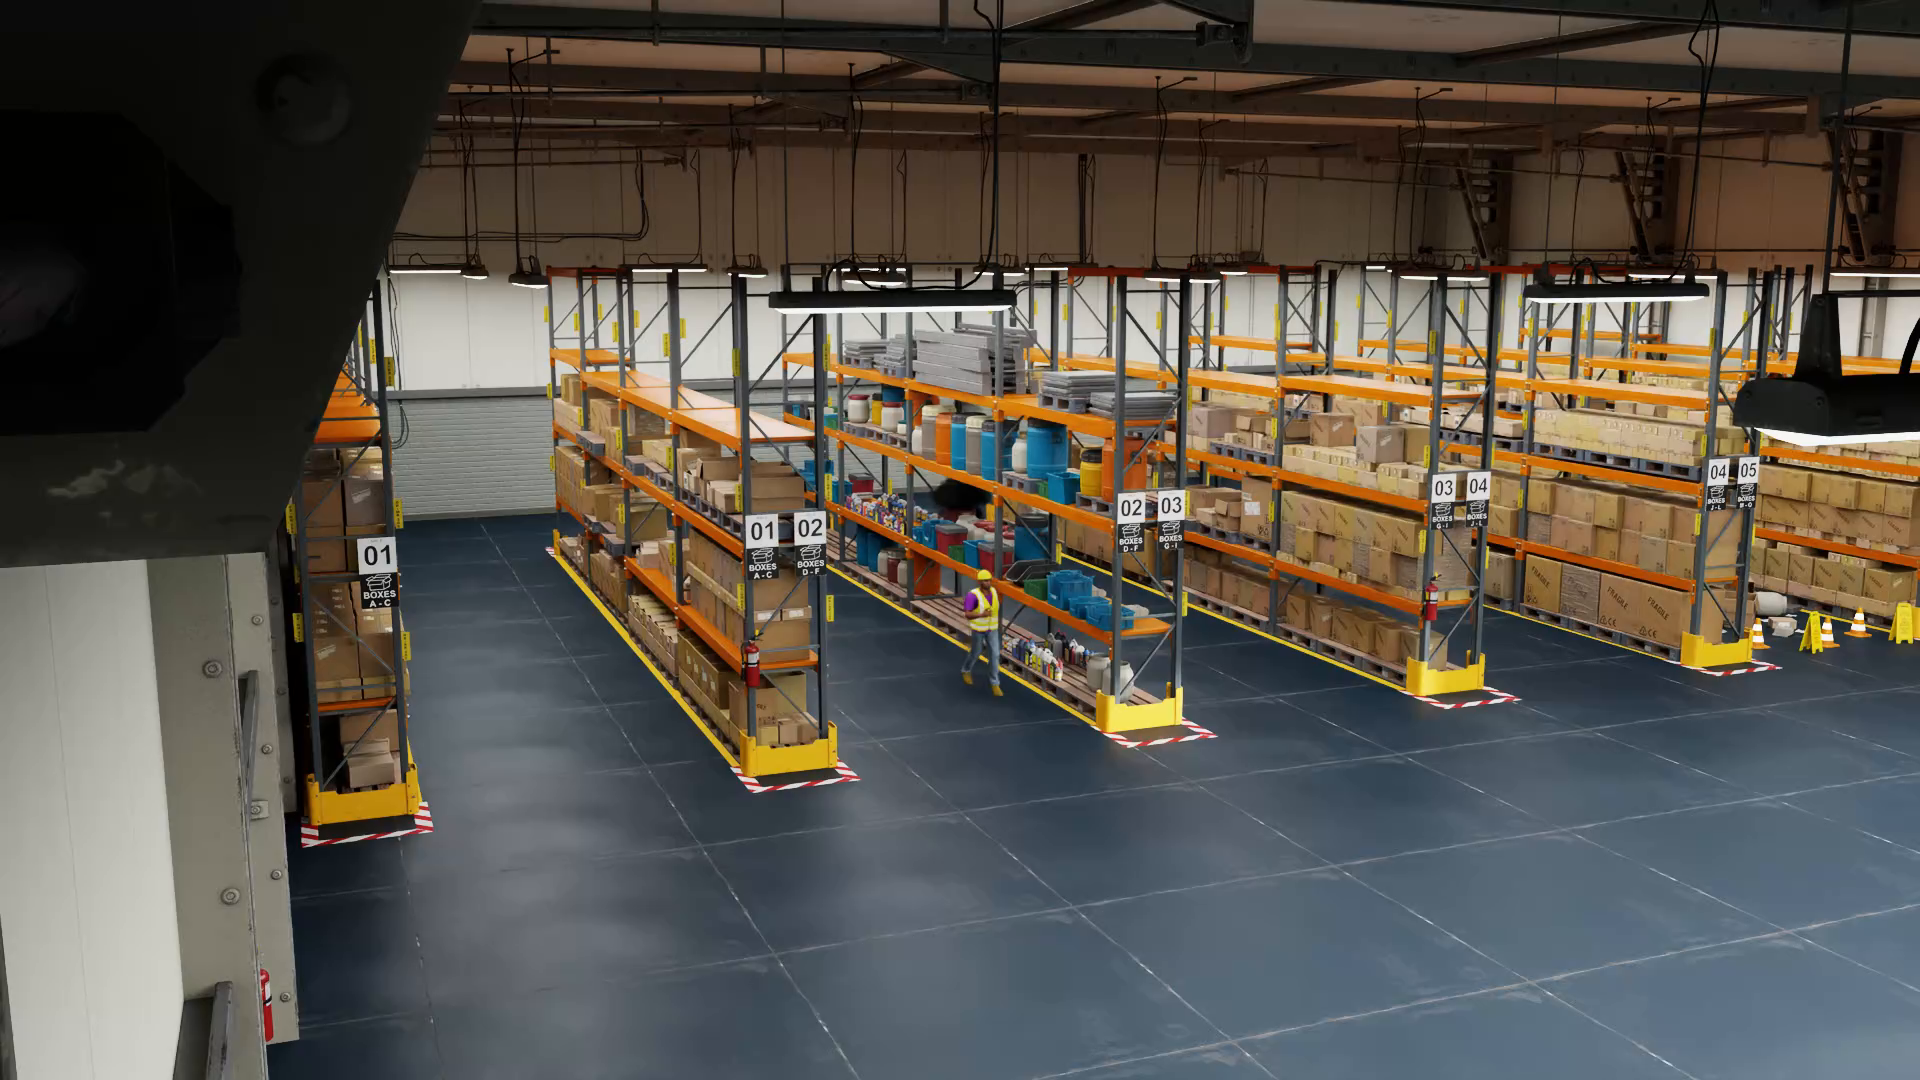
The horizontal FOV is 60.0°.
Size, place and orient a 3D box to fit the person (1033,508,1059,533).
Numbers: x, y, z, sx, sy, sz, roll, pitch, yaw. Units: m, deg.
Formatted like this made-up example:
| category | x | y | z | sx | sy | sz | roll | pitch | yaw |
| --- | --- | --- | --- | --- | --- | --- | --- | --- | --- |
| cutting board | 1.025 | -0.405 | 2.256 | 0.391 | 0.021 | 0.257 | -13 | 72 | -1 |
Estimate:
| category | x | y | z | sx | sy | sz | roll | pitch | yaw |
| --- | --- | --- | --- | --- | --- | --- | --- | --- | --- |
| person | 1.681 | -0.156 | 32.932 | 0.565 | 1.623 | 0.599 | -3 | 10 | -16 |

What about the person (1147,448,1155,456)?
| category | x | y | z | sx | sy | sz | roll | pitch | yaw |
| --- | --- | --- | --- | --- | --- | --- | --- | --- | --- |
| person | 4.538 | -1.442 | 40.206 | 0.600 | 1.640 | 0.771 | 2 | 10 | 13 |

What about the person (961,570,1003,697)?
| category | x | y | z | sx | sy | sz | roll | pitch | yaw |
| --- | --- | --- | --- | --- | --- | --- | --- | --- | --- |
| person | 0.326 | 1.296 | 23.955 | 0.688 | 1.781 | 0.950 | -5 | 11 | -28 |
